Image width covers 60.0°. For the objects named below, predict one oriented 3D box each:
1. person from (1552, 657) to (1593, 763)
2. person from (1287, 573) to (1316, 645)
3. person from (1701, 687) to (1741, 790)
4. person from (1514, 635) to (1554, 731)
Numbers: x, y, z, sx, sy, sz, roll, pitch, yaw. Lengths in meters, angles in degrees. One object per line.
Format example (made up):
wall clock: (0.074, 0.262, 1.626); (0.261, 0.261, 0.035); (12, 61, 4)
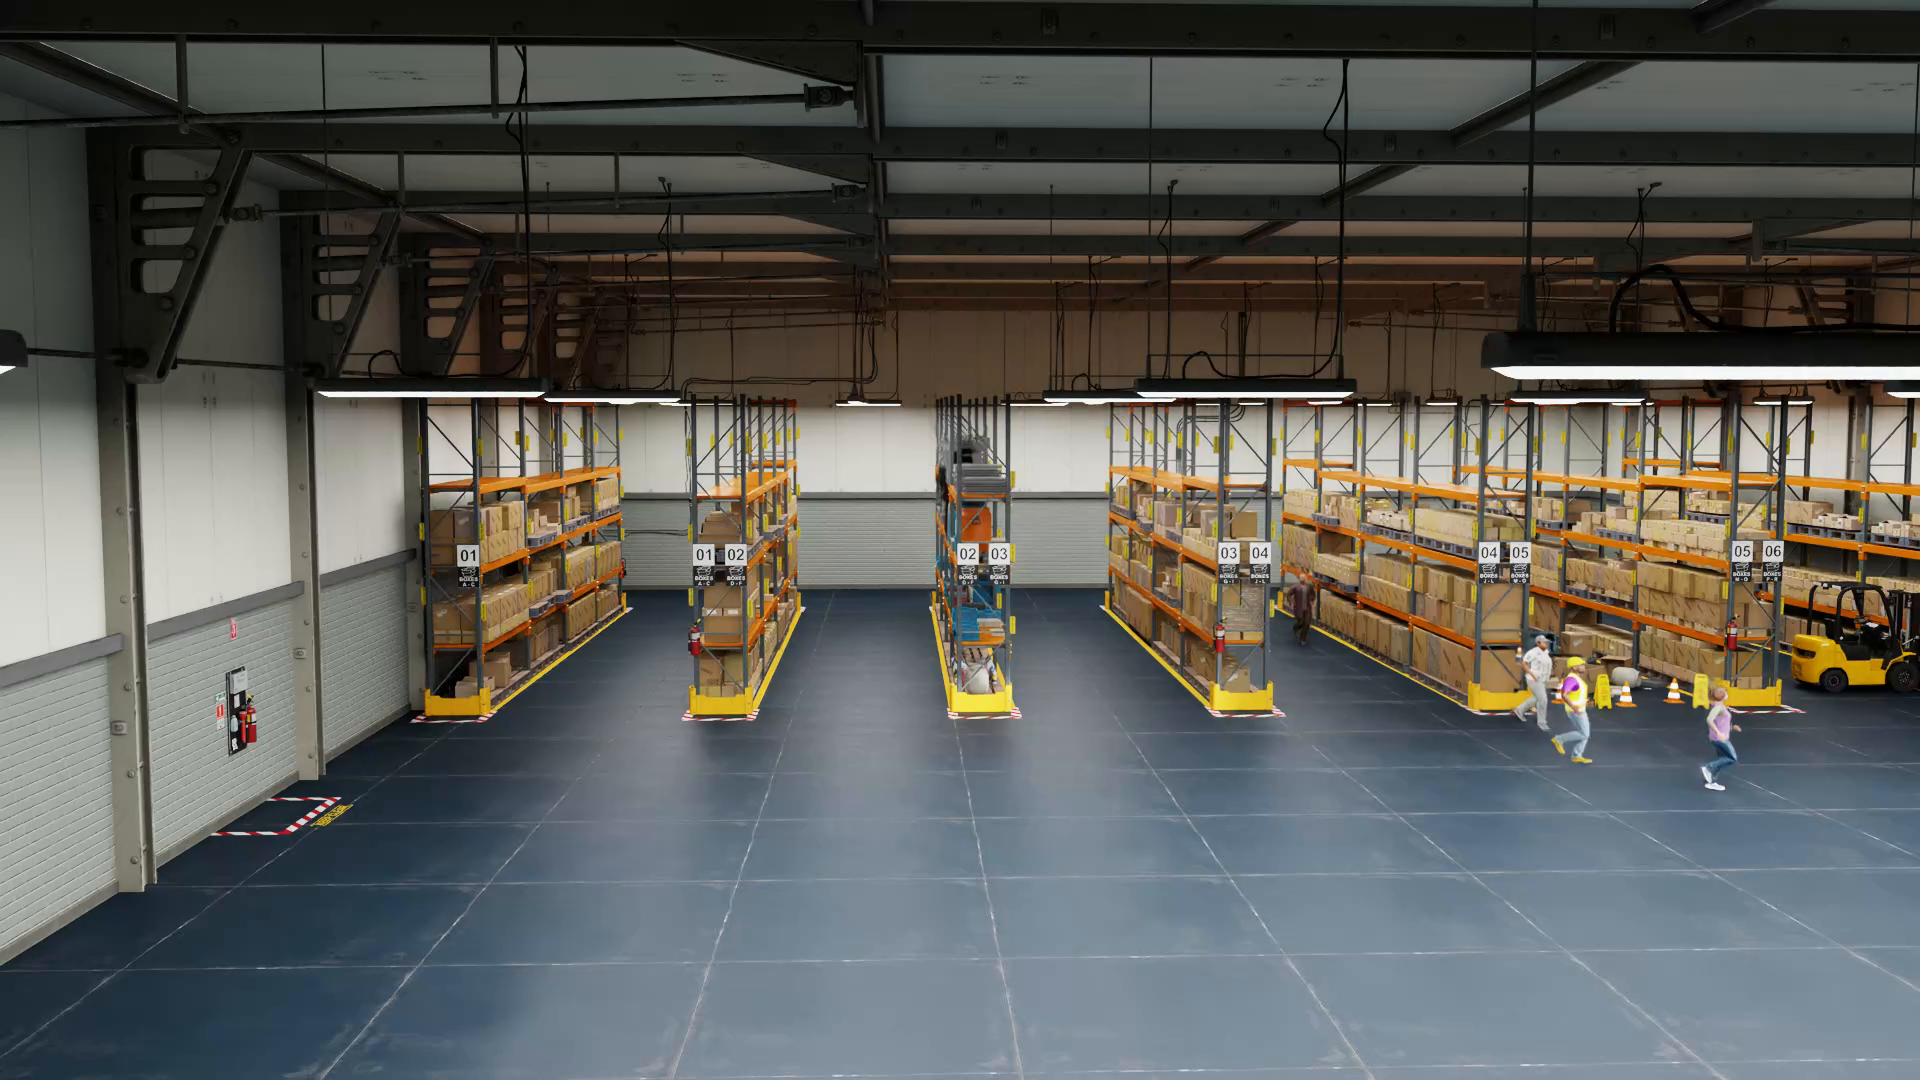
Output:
person: (9.938, 2.745, 26.934); (0.618, 1.724, 0.718); (2, 5, 28)
person: (8.331, 1.683, 40.478); (0.710, 1.724, 0.637); (0, 5, -6)
person: (11.433, 2.983, 24.958); (0.537, 1.558, 0.530); (2, 5, 21)
person: (10.362, 2.550, 29.919); (0.617, 1.711, 0.778); (-4, 6, -40)
